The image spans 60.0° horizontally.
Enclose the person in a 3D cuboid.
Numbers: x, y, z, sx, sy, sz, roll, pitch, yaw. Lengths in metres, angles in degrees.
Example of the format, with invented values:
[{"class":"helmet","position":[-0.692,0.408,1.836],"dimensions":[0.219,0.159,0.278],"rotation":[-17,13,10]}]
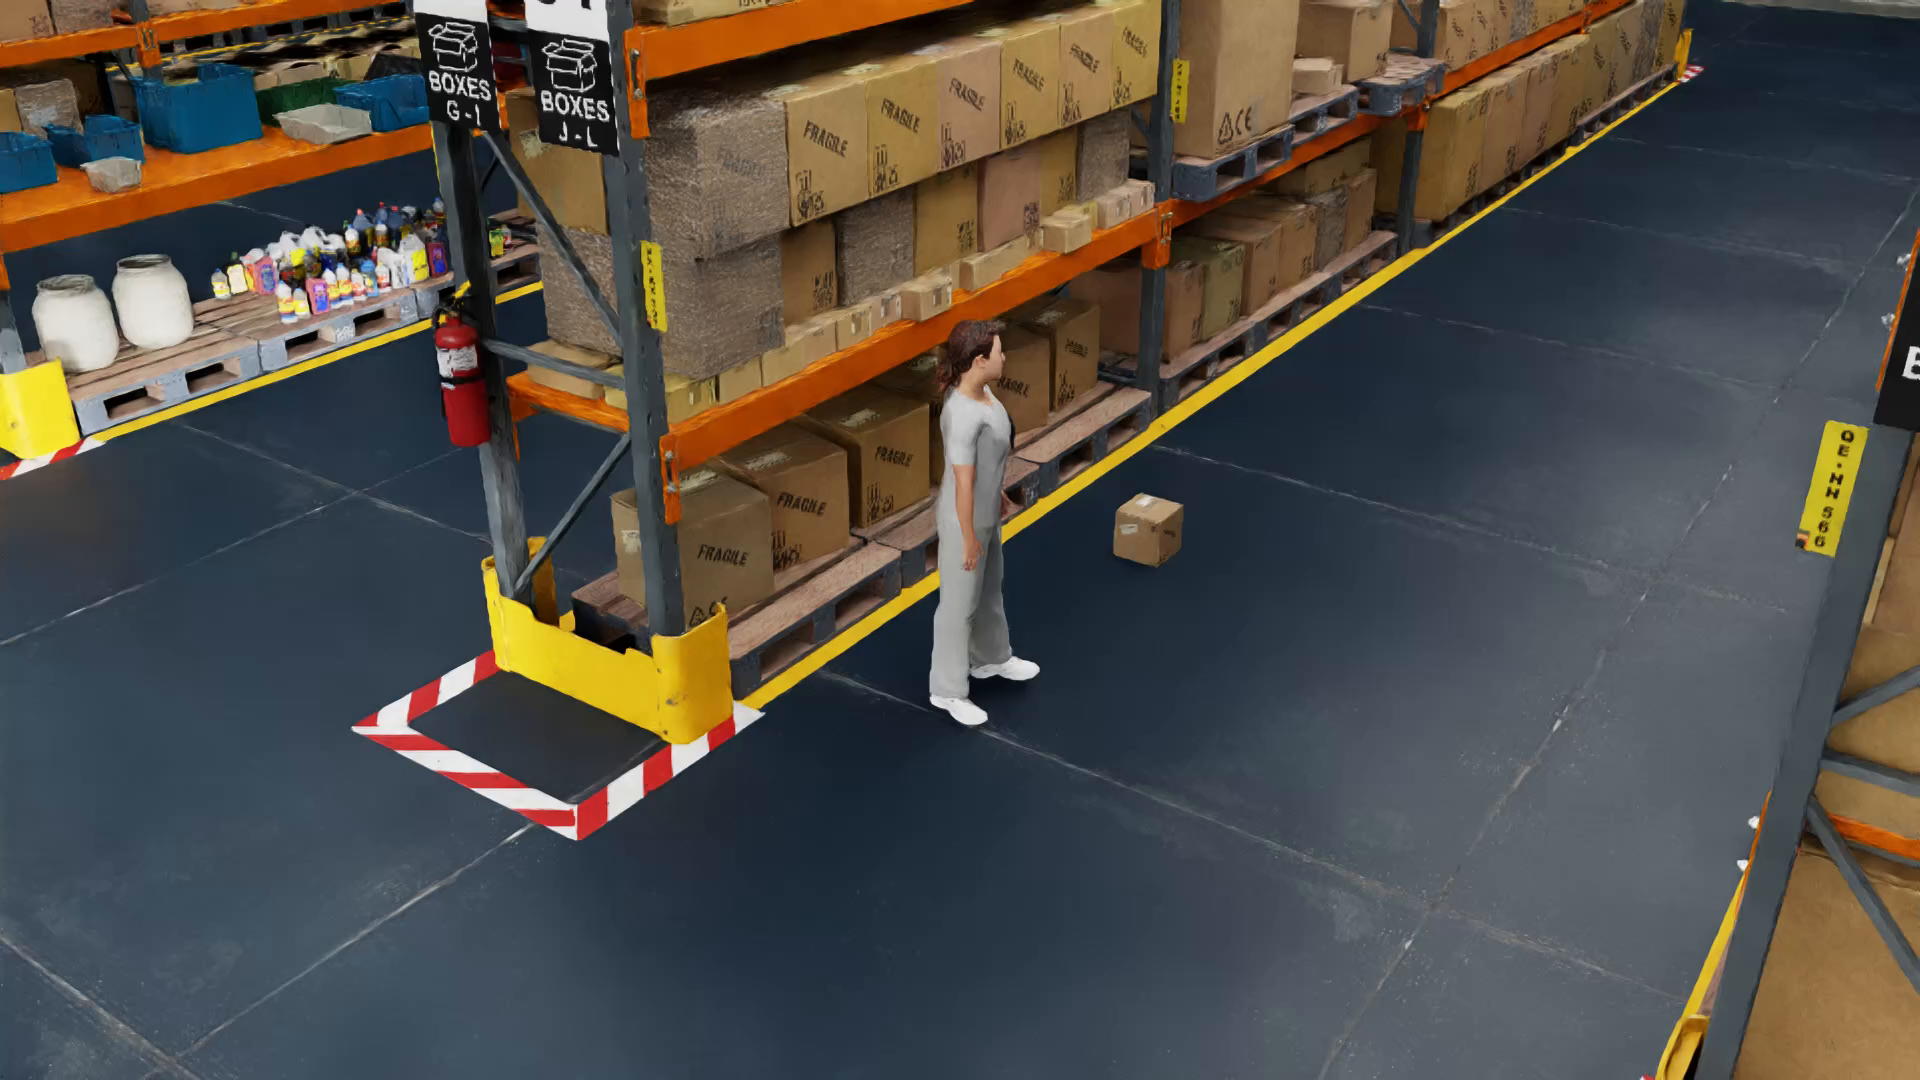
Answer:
[{"class":"person","position":[0.105,-0.086,6.732],"dimensions":[0.449,1.677,0.525],"rotation":[4,27,7]}]
